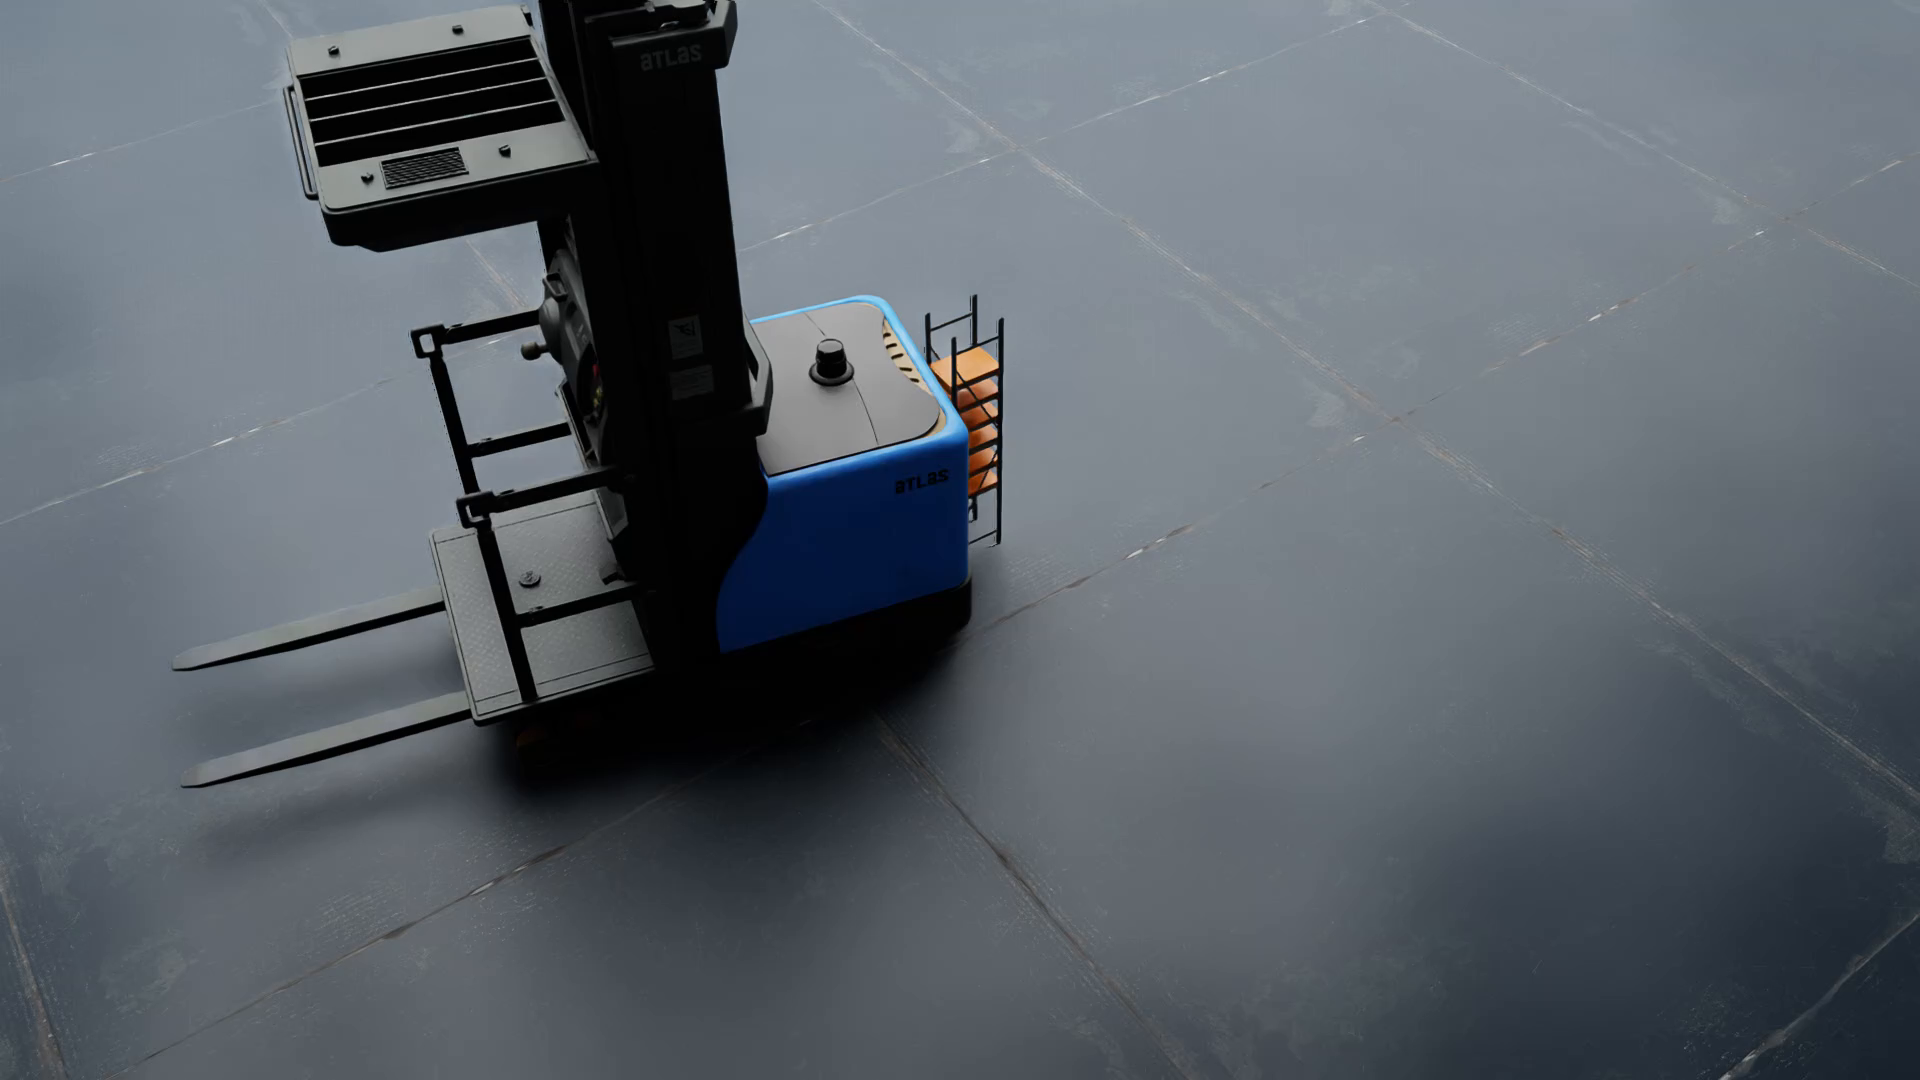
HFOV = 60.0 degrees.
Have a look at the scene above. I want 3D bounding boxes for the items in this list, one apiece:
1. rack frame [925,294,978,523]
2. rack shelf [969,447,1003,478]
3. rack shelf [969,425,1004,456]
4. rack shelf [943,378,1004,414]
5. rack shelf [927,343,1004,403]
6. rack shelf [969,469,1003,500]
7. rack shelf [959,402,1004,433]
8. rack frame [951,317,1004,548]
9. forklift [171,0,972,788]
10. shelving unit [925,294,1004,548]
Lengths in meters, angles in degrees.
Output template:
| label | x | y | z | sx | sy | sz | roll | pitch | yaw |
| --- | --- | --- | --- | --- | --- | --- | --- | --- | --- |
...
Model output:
| label | x | y | z | sx | sy | sz | roll | pitch | yaw |
| --- | --- | --- | --- | --- | --- | --- | --- | --- | --- |
| rack frame | -0.029 | -0.481 | 6.874 | 0.240 | 1.200 | 0.006 | -25 | 49 | -23 |
| rack shelf | 0.023 | -0.309 | 6.932 | 0.258 | 0.103 | 0.180 | -25 | 49 | -23 |
| rack shelf | 0.022 | -0.396 | 6.849 | 0.258 | 0.103 | 0.180 | -25 | 49 | -23 |
| rack shelf | 0.020 | -0.570 | 6.684 | 0.258 | 0.103 | 0.180 | -25 | 49 | -23 |
| rack shelf | 0.019 | -0.657 | 6.601 | 0.258 | 0.103 | 0.180 | -25 | 49 | -23 |
| rack shelf | 0.024 | -0.223 | 7.015 | 0.258 | 0.103 | 0.180 | -25 | 49 | -23 |
| rack shelf | 0.021 | -0.483 | 6.767 | 0.258 | 0.103 | 0.180 | -25 | 49 | -23 |
| rack frame | 0.072 | -0.376 | 6.763 | 0.240 | 1.200 | 0.006 | -25 | 49 | -23 |
| forklift | -1.522 | -0.611 | 5.758 | 3.031 | 2.935 | 1.130 | -15 | 46 | -16 |
| shelving unit | 0.022 | -0.428 | 6.819 | 0.258 | 1.200 | 0.189 | -25 | 49 | -23 |
